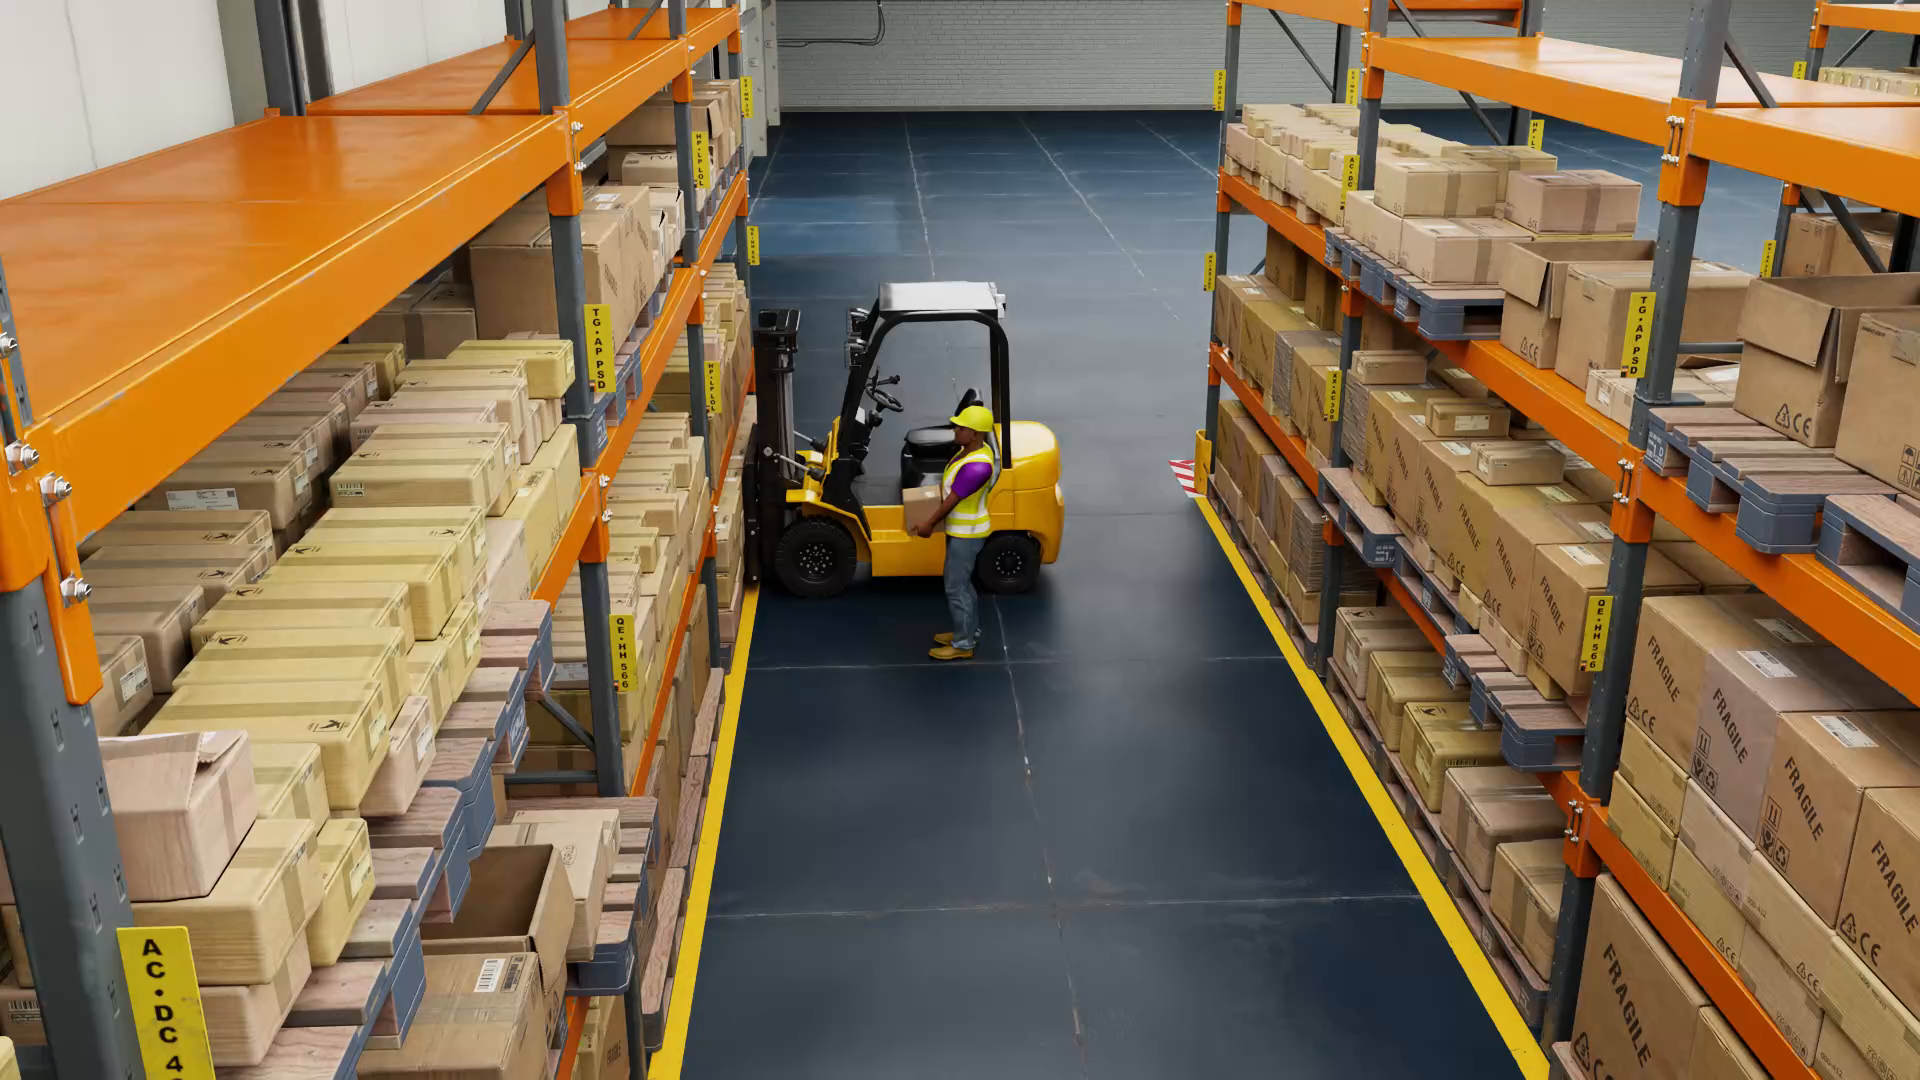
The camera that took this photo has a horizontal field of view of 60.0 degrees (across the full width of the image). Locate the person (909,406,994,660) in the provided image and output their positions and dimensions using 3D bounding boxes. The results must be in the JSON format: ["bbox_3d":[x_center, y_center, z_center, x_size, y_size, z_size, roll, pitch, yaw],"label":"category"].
[{"bbox_3d":[-0.058,-0.052,11.192,0.577,1.761,0.502,-1,20,-3],"label":"person"}]
